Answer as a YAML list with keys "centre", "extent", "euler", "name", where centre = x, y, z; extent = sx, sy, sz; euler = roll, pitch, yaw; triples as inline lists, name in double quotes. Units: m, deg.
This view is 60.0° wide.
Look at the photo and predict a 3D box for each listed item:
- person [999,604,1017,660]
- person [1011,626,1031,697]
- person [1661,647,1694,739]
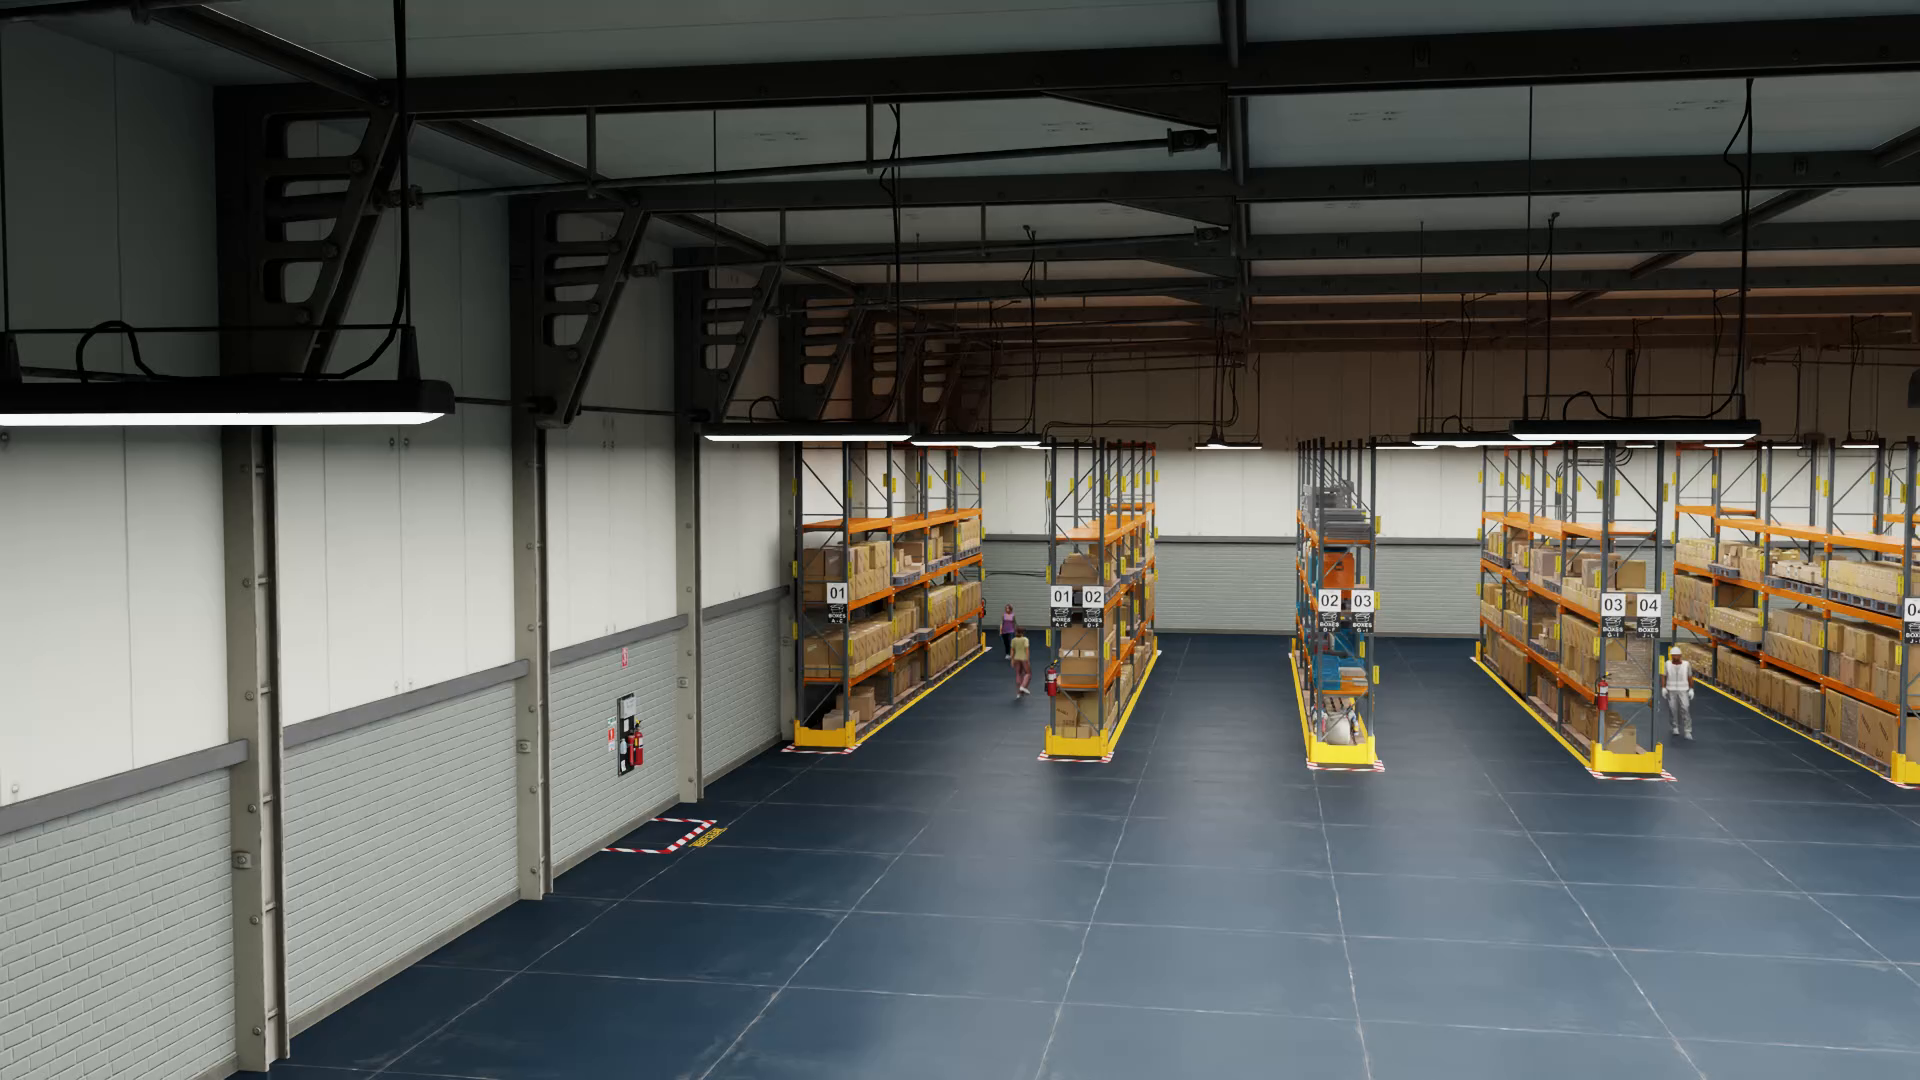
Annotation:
- centre: [1.299, 2.537, 45.453]
  extent: [0.443, 1.528, 1.014]
  euler: [1, 3, 15]
  name: "person"
- centre: [1.419, 2.831, 38.803]
  extent: [0.498, 1.661, 0.471]
  euler: [1, 3, 20]
  name: "person"
- centre: [14.438, 3.061, 33.465]
  extent: [0.622, 1.787, 0.656]
  euler: [2, 3, 27]
  name: "person"
